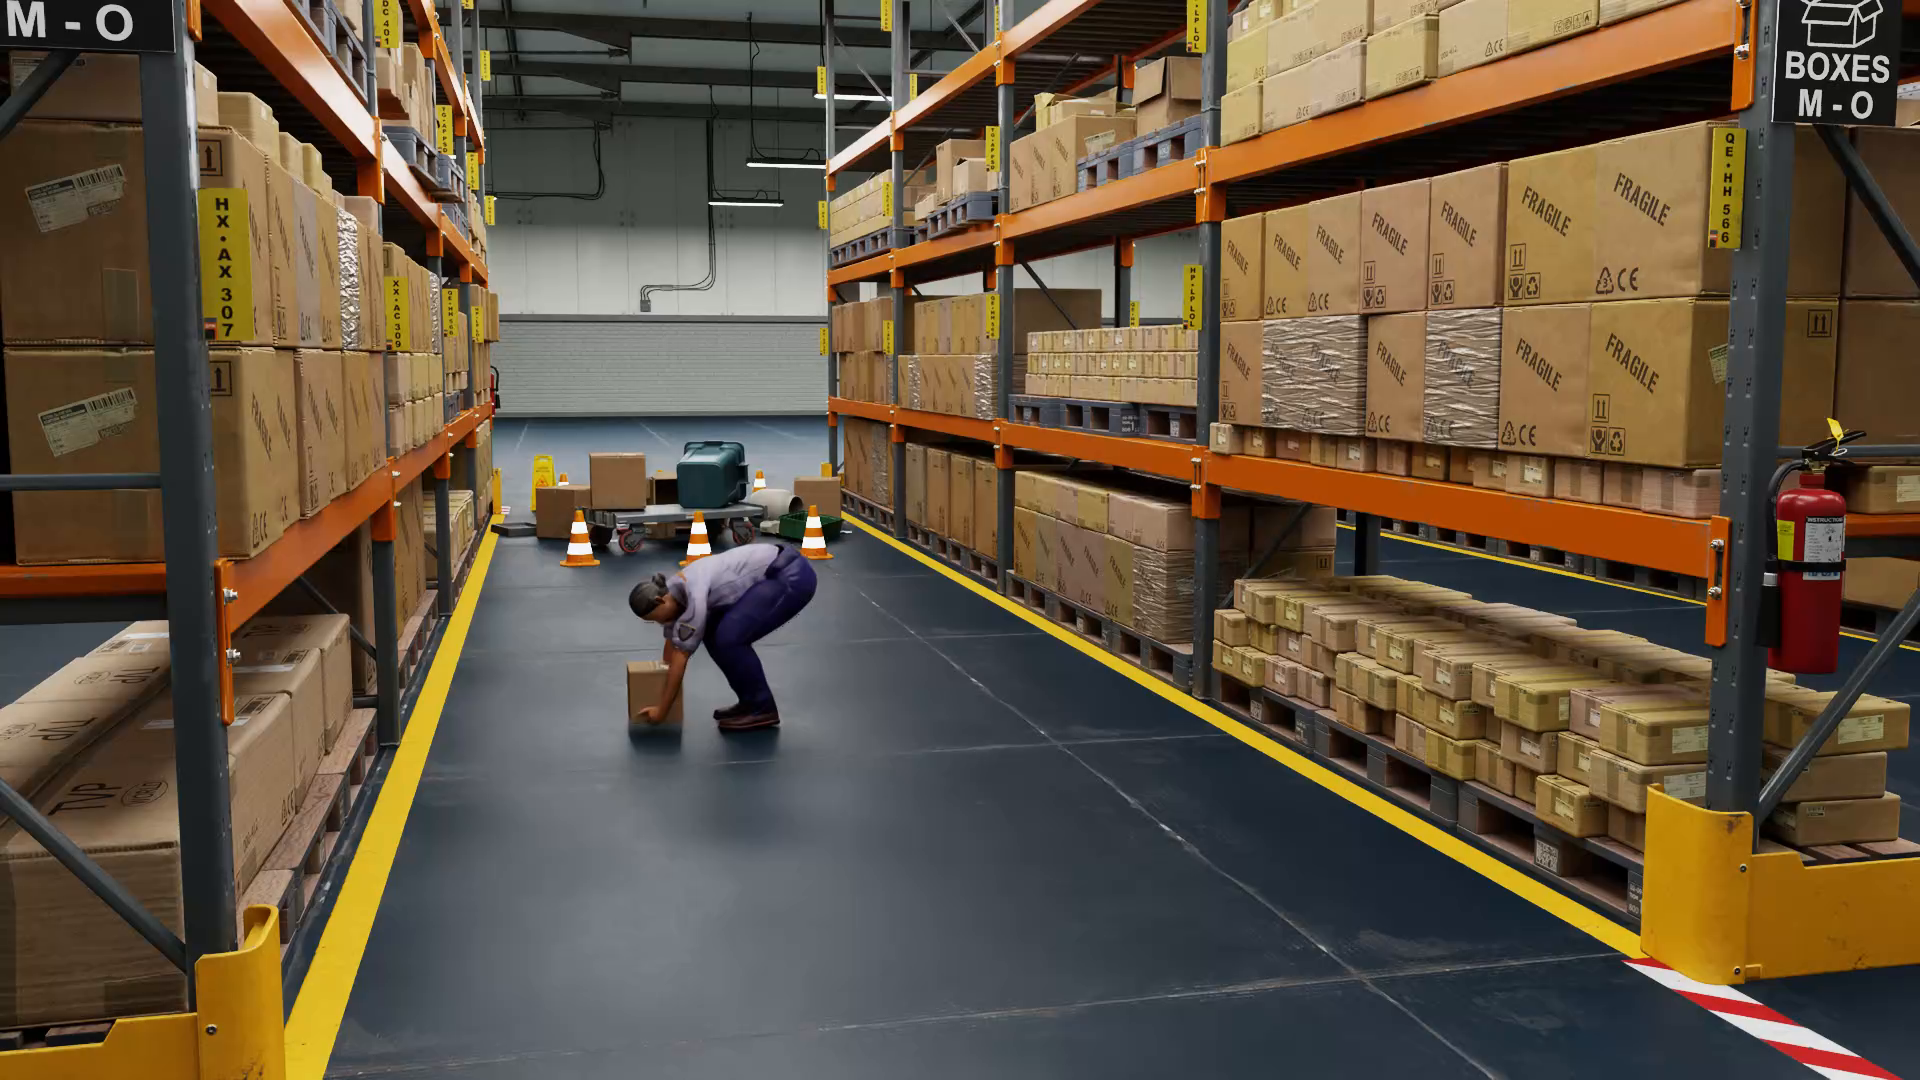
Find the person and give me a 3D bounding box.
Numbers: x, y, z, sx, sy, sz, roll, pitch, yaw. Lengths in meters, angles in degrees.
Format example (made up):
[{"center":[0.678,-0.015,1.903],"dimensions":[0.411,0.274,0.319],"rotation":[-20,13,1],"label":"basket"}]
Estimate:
[{"center":[-1.144,0.464,8.050],"dimensions":[0.895,0.880,0.496],"rotation":[-2,7,-16],"label":"person"}]
